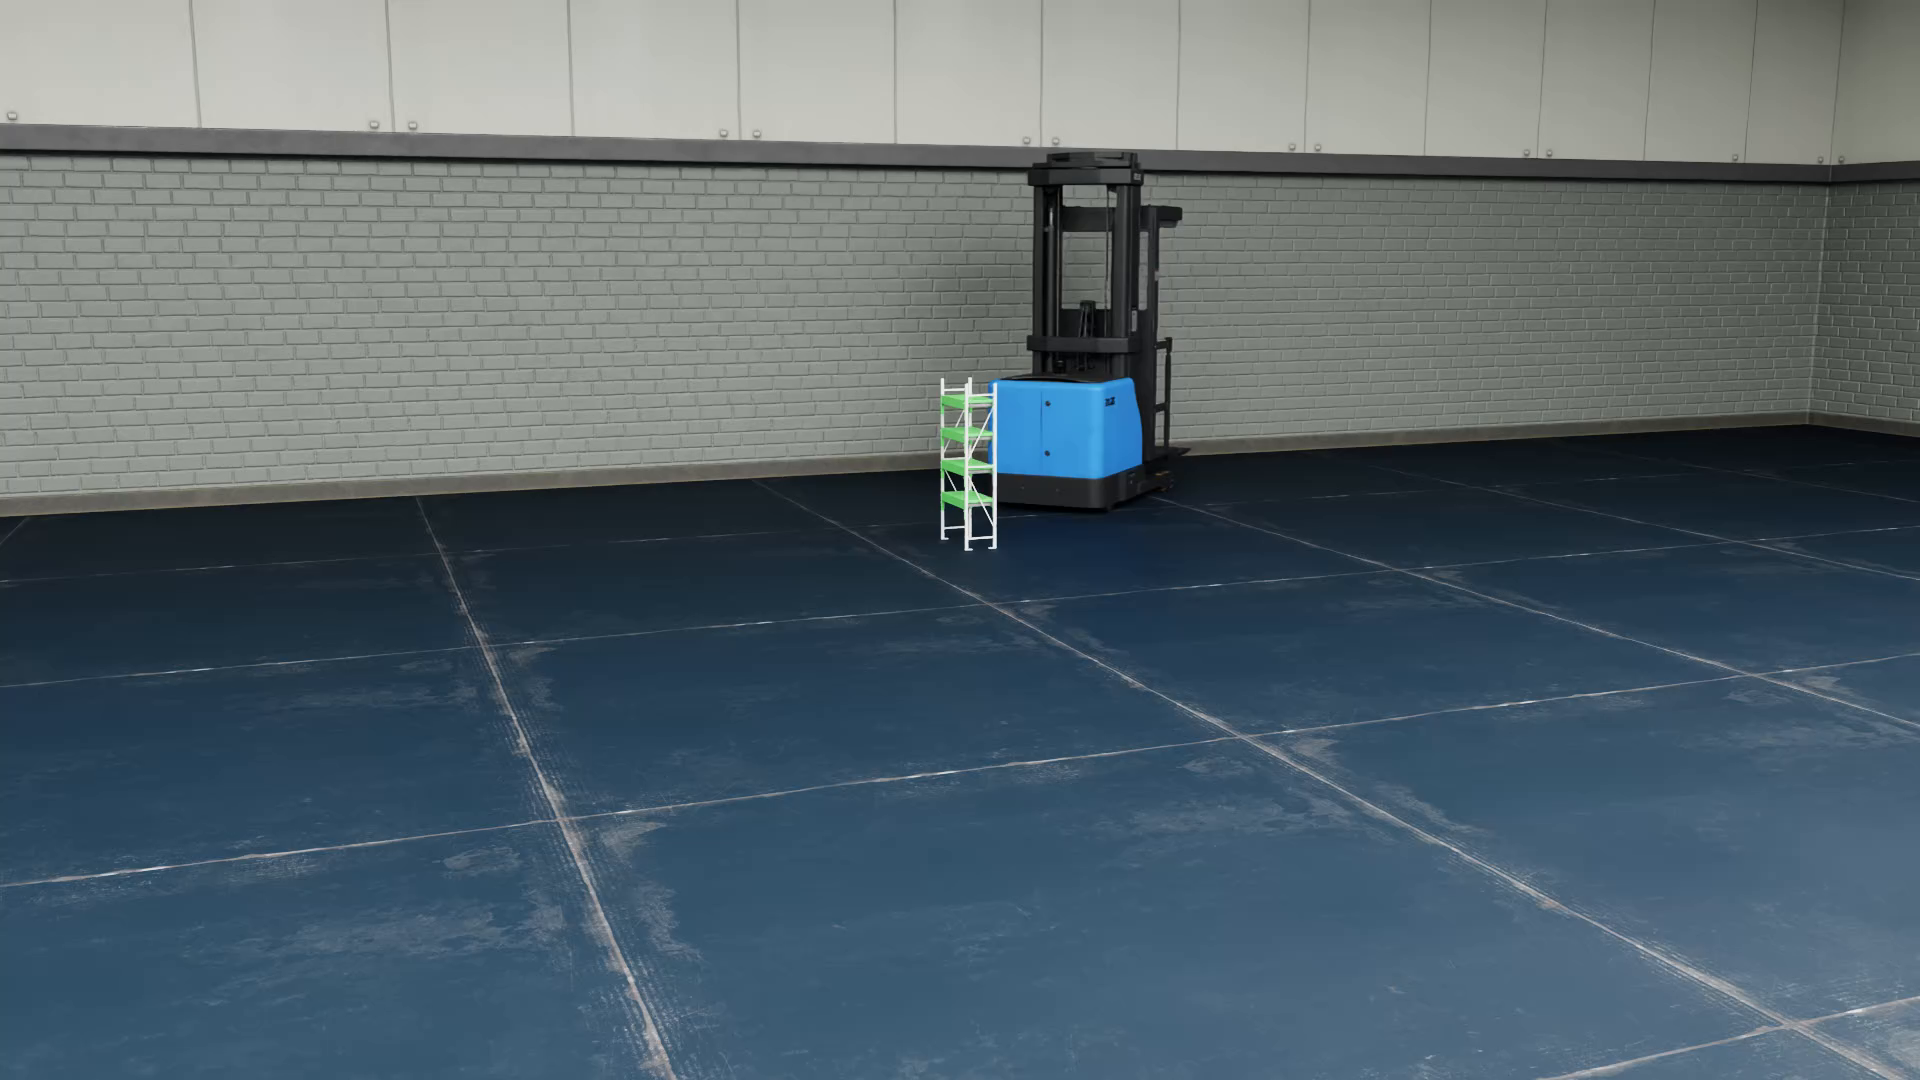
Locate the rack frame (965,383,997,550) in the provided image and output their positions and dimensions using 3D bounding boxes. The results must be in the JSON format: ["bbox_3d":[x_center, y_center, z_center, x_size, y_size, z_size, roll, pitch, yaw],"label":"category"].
[{"bbox_3d":[0.148,-0.524,11.939,0.240,1.200,0.015,-4,11,-21],"label":"rack frame"}]

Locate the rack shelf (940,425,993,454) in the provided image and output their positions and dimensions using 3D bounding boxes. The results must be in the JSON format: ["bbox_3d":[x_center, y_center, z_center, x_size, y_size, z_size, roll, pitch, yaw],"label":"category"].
[{"bbox_3d":[0.060,-0.737,12.132,0.258,0.148,0.480,-4,11,-21],"label":"rack shelf"}]

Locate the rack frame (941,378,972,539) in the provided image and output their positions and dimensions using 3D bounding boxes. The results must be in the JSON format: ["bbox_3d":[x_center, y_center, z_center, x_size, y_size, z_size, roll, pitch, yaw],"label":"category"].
[{"bbox_3d":[-0.028,-0.604,12.387,0.240,1.200,0.015,-4,11,-21],"label":"rack frame"}]

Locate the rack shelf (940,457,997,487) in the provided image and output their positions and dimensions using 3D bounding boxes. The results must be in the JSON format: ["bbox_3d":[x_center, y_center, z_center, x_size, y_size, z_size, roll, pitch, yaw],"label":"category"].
[{"bbox_3d":[0.060,-0.501,12.174,0.258,0.148,0.480,-4,11,-21],"label":"rack shelf"}]

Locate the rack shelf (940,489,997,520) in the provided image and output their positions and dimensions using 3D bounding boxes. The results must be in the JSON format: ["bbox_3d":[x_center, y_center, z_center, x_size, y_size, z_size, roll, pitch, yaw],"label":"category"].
[{"bbox_3d":[0.060,-0.265,12.216,0.258,0.148,0.480,-4,11,-21],"label":"rack shelf"}]

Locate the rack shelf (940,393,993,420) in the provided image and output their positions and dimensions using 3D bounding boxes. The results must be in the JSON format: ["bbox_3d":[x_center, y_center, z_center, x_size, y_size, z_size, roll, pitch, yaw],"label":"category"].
[{"bbox_3d":[0.060,-0.973,12.090,0.258,0.148,0.480,-4,11,-21],"label":"rack shelf"}]

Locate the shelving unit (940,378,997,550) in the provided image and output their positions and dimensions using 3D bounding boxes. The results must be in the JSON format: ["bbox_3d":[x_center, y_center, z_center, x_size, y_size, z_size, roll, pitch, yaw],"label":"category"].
[{"bbox_3d":[0.060,-0.564,12.163,0.258,1.200,0.503,-4,11,-21],"label":"shelving unit"}]

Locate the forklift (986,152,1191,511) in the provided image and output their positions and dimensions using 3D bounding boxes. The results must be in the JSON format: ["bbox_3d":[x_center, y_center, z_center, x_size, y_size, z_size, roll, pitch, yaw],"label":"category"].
[{"bbox_3d":[1.297,-1.900,14.733,1.130,2.935,3.031,5,11,25],"label":"forklift"}]
